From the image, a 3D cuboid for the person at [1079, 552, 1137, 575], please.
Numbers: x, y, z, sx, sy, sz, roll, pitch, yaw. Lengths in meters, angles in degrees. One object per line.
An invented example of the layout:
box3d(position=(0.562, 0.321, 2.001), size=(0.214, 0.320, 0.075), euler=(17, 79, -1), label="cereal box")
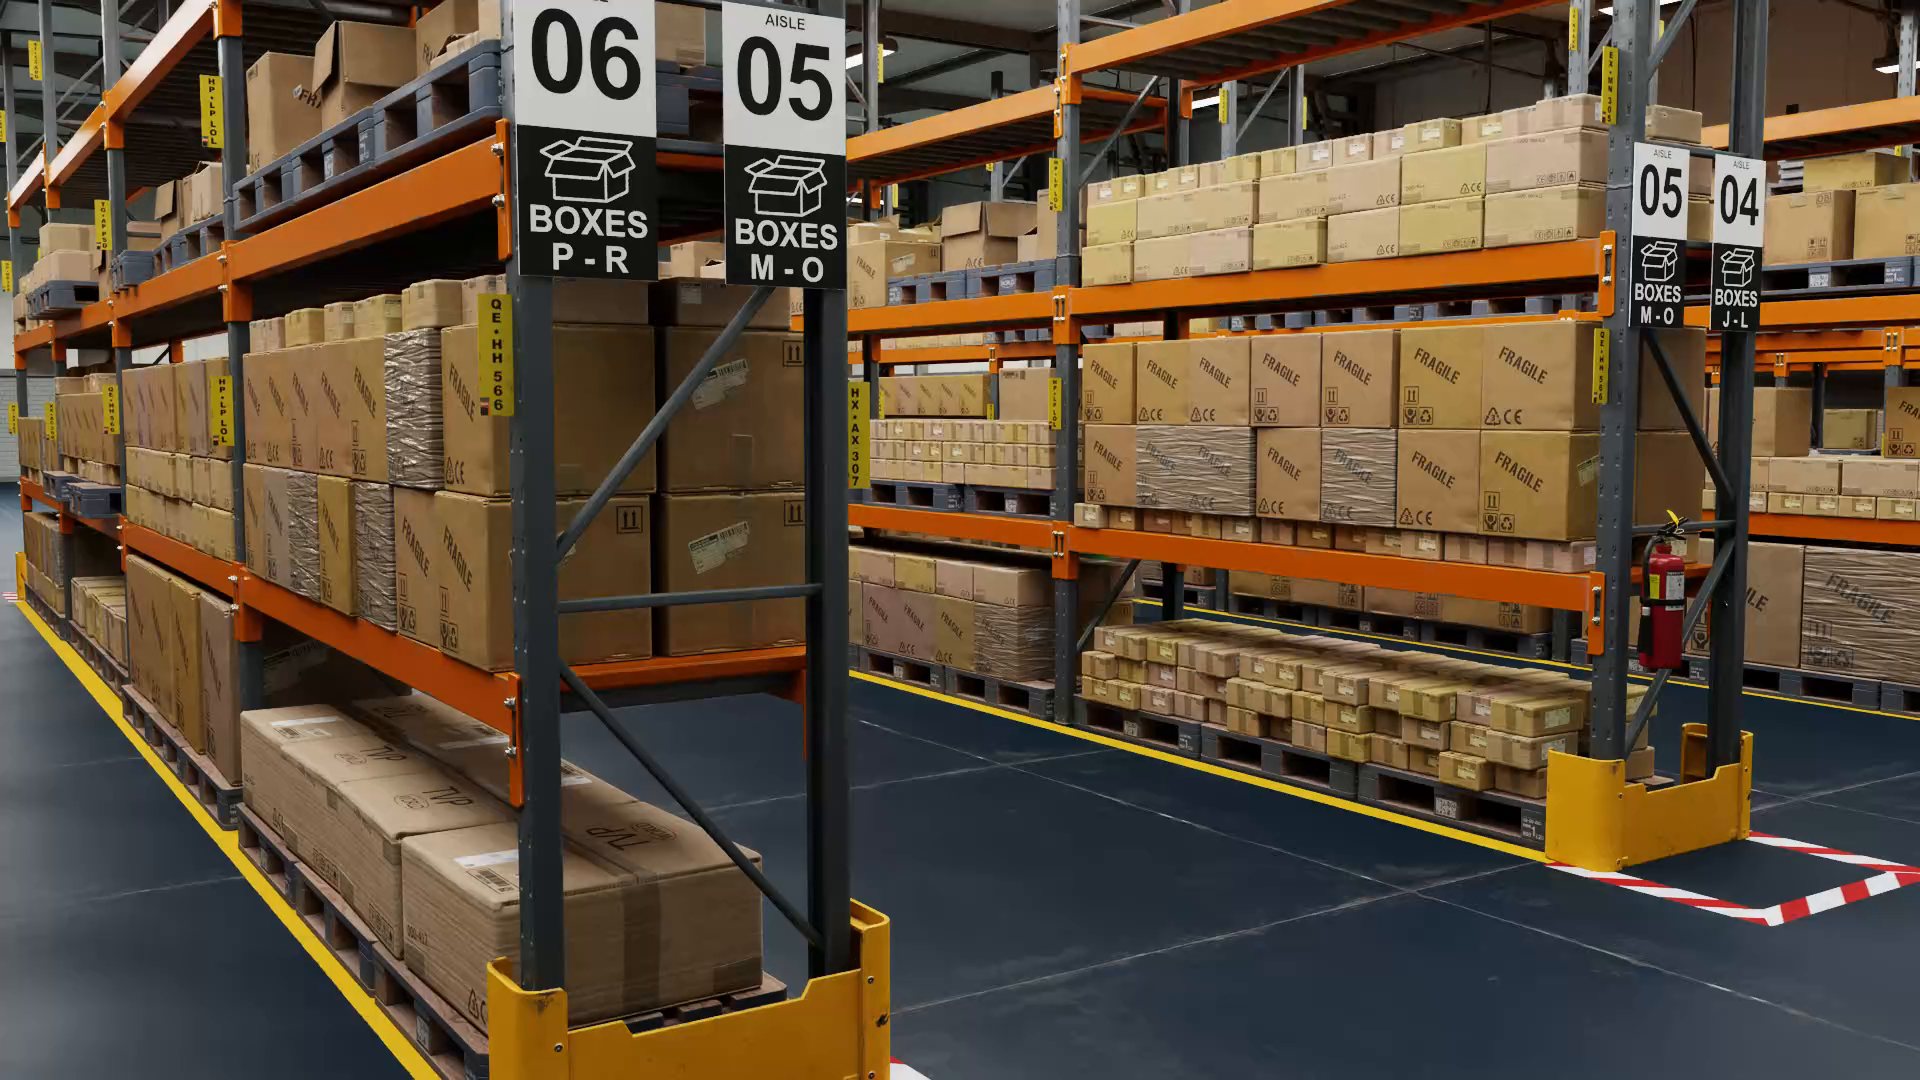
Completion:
box3d(position=(1.382, 0.138, 16.178), size=(0.927, 1.258, 0.507), euler=(-3, 6, -36), label="person")
